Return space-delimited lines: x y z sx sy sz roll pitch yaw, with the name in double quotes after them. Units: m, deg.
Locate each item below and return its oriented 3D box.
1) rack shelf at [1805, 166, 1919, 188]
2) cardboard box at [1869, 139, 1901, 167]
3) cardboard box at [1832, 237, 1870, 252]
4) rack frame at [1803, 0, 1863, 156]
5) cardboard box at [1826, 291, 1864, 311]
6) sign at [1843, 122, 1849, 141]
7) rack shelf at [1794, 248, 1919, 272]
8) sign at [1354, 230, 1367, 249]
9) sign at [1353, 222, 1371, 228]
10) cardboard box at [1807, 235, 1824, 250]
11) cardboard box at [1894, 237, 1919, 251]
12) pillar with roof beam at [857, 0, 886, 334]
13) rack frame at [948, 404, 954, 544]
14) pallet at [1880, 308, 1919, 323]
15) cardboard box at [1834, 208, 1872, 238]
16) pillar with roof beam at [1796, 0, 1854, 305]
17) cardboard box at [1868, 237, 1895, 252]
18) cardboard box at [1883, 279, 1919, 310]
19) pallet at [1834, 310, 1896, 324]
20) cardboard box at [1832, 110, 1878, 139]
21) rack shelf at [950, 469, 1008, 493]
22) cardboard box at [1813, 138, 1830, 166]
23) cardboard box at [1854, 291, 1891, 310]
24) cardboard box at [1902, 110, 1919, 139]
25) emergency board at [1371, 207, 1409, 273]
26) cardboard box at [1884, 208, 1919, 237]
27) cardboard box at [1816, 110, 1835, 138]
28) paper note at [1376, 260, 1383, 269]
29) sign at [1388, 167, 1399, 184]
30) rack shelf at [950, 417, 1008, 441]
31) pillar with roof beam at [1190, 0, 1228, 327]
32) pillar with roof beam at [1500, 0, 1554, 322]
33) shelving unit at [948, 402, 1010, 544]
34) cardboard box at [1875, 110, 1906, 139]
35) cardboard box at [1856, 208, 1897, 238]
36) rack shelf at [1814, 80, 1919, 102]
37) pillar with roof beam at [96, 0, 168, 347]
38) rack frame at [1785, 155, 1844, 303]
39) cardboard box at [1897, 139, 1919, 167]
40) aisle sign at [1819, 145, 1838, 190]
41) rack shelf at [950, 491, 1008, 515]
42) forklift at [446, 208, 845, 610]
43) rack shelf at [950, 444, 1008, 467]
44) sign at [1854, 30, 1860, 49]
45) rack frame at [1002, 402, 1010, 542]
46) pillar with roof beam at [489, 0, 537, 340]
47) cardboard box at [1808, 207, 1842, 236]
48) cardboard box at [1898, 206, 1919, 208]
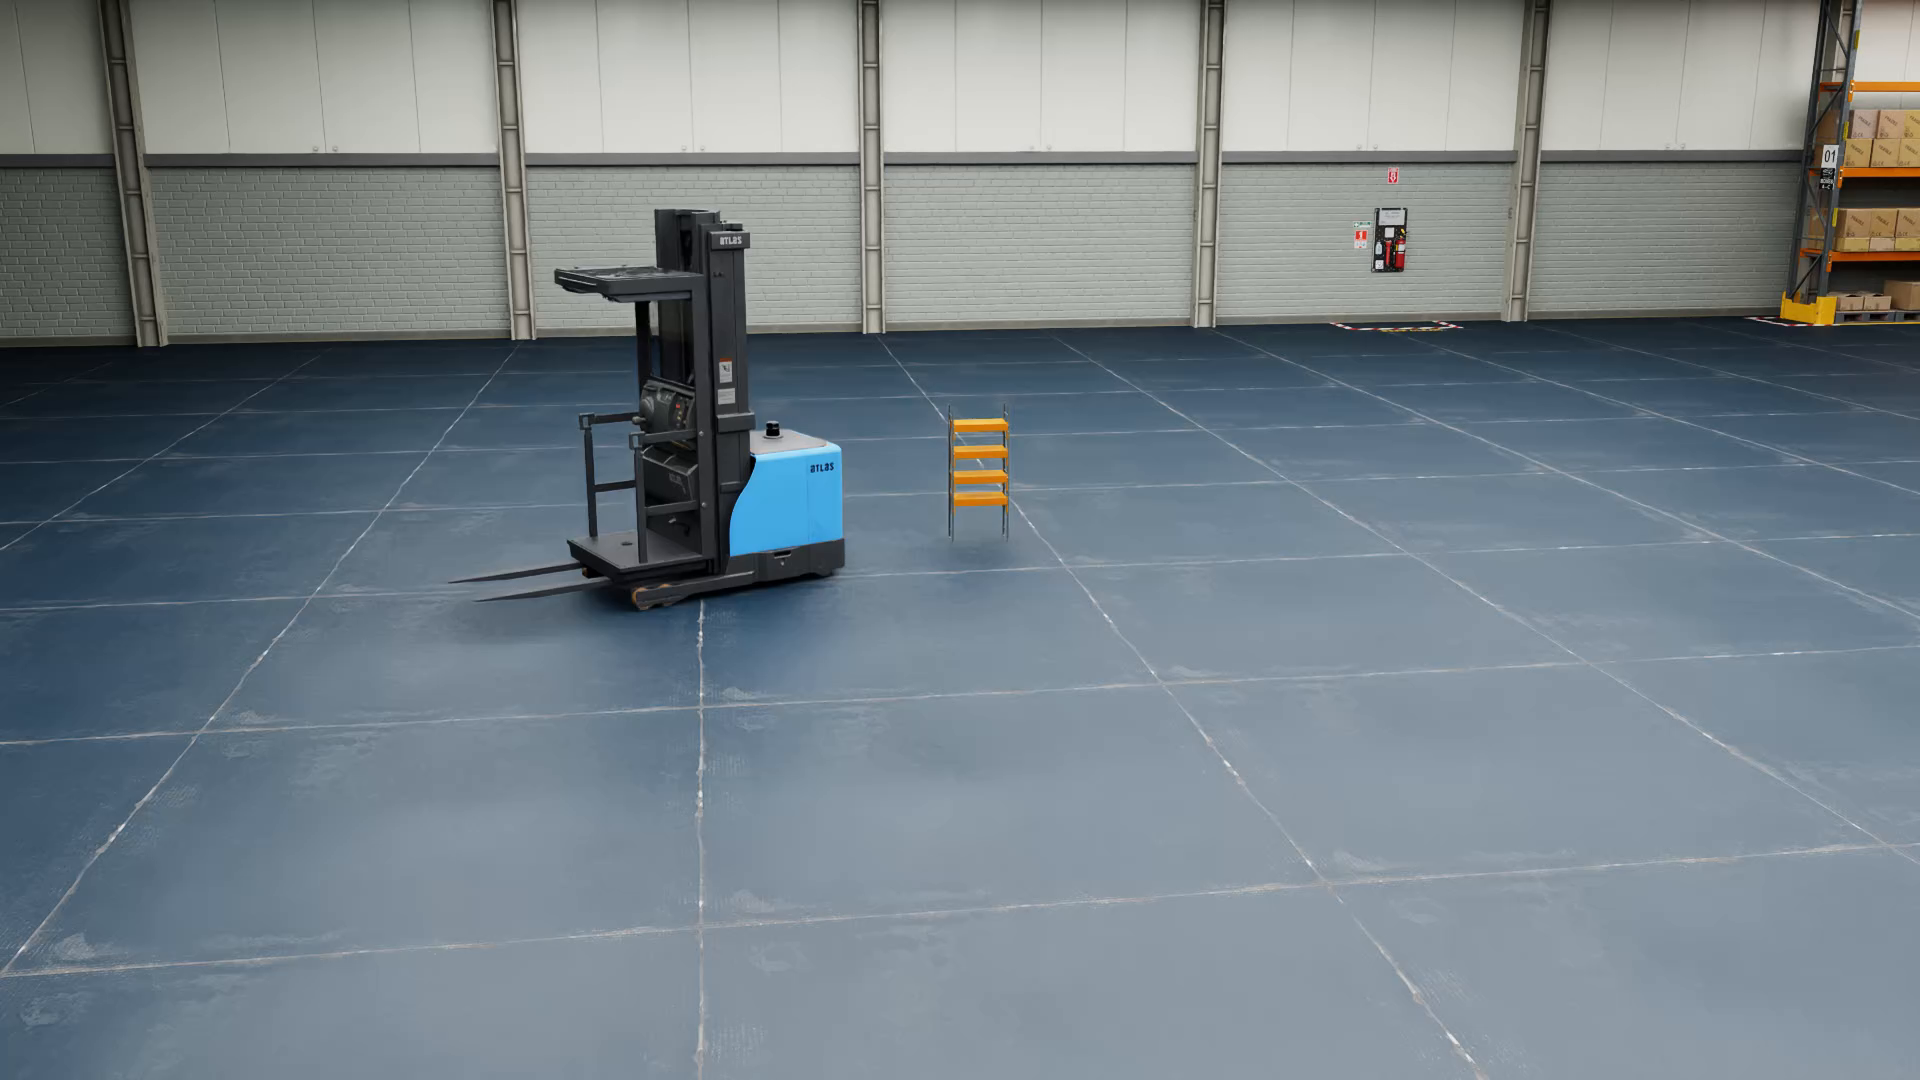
17.687 -6.717 30.653 4.000 0.370 1.077 -2 14 -8 "rack shelf"
16.614 -7.015 30.114 0.500 0.500 0.500 -1 14 -5 "cardboard box"
16.239 -5.417 30.423 0.500 0.250 0.500 -3 14 -10 "cardboard box"
15.709 -8.449 29.911 0.127 3.000 1.000 -2 14 -8 "rack frame"
16.407 -4.451 30.928 0.500 0.311 0.500 -4 15 -15 "cardboard box"
15.790 -7.287 29.649 0.005 0.325 0.100 -2 14 -8 "sign"
17.687 -5.262 31.018 4.000 0.370 1.077 -2 14 -8 "rack shelf"
7.328 -5.497 30.399 0.234 0.329 0.001 -2 14 -8 "sign"
7.334 -5.752 30.327 0.331 0.109 0.001 -2 14 -8 "sign"
16.143 -5.539 30.910 0.500 0.250 0.500 -2 14 -7 "cardboard box"
17.255 -5.456 30.579 0.500 0.250 0.500 -2 14 -9 "cardboard box"
-0.885 -6.994 24.112 0.400 9.000 9.100 -2 14 -8 "pillar with roof beam"
-0.078 -0.579 14.565 0.015 1.200 0.240 -2 14 -8 "rack frame"
17.797 -4.253 31.248 1.213 0.211 1.003 -2 14 -8 "pallet"
16.226 -5.784 30.346 0.500 0.500 0.500 -2 14 -8 "cardboard box"
16.914 -7.647 26.713 0.400 9.000 9.100 -2 14 -8 "pillar with roof beam"
16.751 -5.439 30.512 0.500 0.250 0.500 -3 14 -10 "cardboard box"
17.704 -4.578 31.046 0.500 0.500 0.700 -3 14 -12 "cardboard box"
16.593 -4.210 31.075 1.213 0.211 1.003 -2 14 -8 "pallet"
16.127 -7.492 29.963 0.500 0.500 0.500 -3 14 -12 "cardboard box"
0.164 -0.523 14.616 0.480 0.148 0.258 -2 14 -8 "rack shelf"
16.084 -7.128 30.565 0.500 0.500 0.500 -1 14 -4 "cardboard box"
16.971 -4.472 31.011 0.500 0.311 0.500 -1 14 -4 "cardboard box"
17.135 -7.520 30.071 0.500 0.500 0.500 -2 14 -7 "cardboard box"
7.890 -5.474 30.384 0.643 1.169 0.194 -2 14 -8 "emergency board"
17.228 -5.817 30.477 0.500 0.500 0.500 -3 14 -10 "cardboard box"
16.097 -7.615 30.453 0.500 0.500 0.500 -1 14 -6 "cardboard box"
7.705 -5.057 30.532 0.142 0.148 0.016 -2 14 -8 "paper note"
7.868 -6.623 30.197 0.199 0.298 0.001 -2 14 -8 "sign"
0.164 -0.969 14.504 0.480 0.148 0.258 -2 14 -8 "rack shelf"
5.048 -7.212 24.979 0.400 9.000 9.100 -2 14 -8 "pillar with roof beam"
10.981 -7.429 25.846 0.400 9.000 9.100 -2 14 -8 "pillar with roof beam"
0.164 -0.588 14.600 0.503 1.200 0.258 -2 14 -8 "shelving unit"
16.630 -7.498 29.987 0.500 0.500 0.500 -2 14 -9 "cardboard box"
16.717 -5.800 30.408 0.500 0.500 0.500 -2 14 -8 "cardboard box"
17.687 -8.171 30.288 4.000 0.370 1.077 -2 14 -8 "rack shelf"
-12.751 -6.559 22.378 0.400 9.000 9.100 -2 14 -8 "pillar with roof beam"
15.709 -5.539 30.641 0.127 3.000 1.000 -2 14 -8 "rack frame"
17.127 -7.035 30.192 0.500 0.500 0.500 -1 14 -6 "cardboard box"
15.683 -6.725 30.027 0.004 0.787 0.394 -2 14 -8 "aisle sign"
0.164 -0.330 14.664 0.480 0.148 0.258 -2 14 -8 "rack shelf"
-2.448 -1.037 12.833 3.031 2.935 1.130 -9 17 -33 "forklift"
0.164 -0.740 14.562 0.480 0.148 0.258 -2 14 -8 "rack shelf"
15.790 -8.810 29.268 0.005 0.325 0.100 -2 14 -8 "sign"
0.405 -0.597 14.635 0.015 1.200 0.240 -2 14 -8 "rack frame"
-6.818 -6.777 23.245 0.400 9.000 9.100 -2 14 -8 "pillar with roof beam"
16.144 -5.908 30.838 0.500 0.500 0.500 -2 14 -9 "cardboard box"
17.652 -5.962 31.053 0.500 0.500 0.500 -2 14 -8 "cardboard box"
